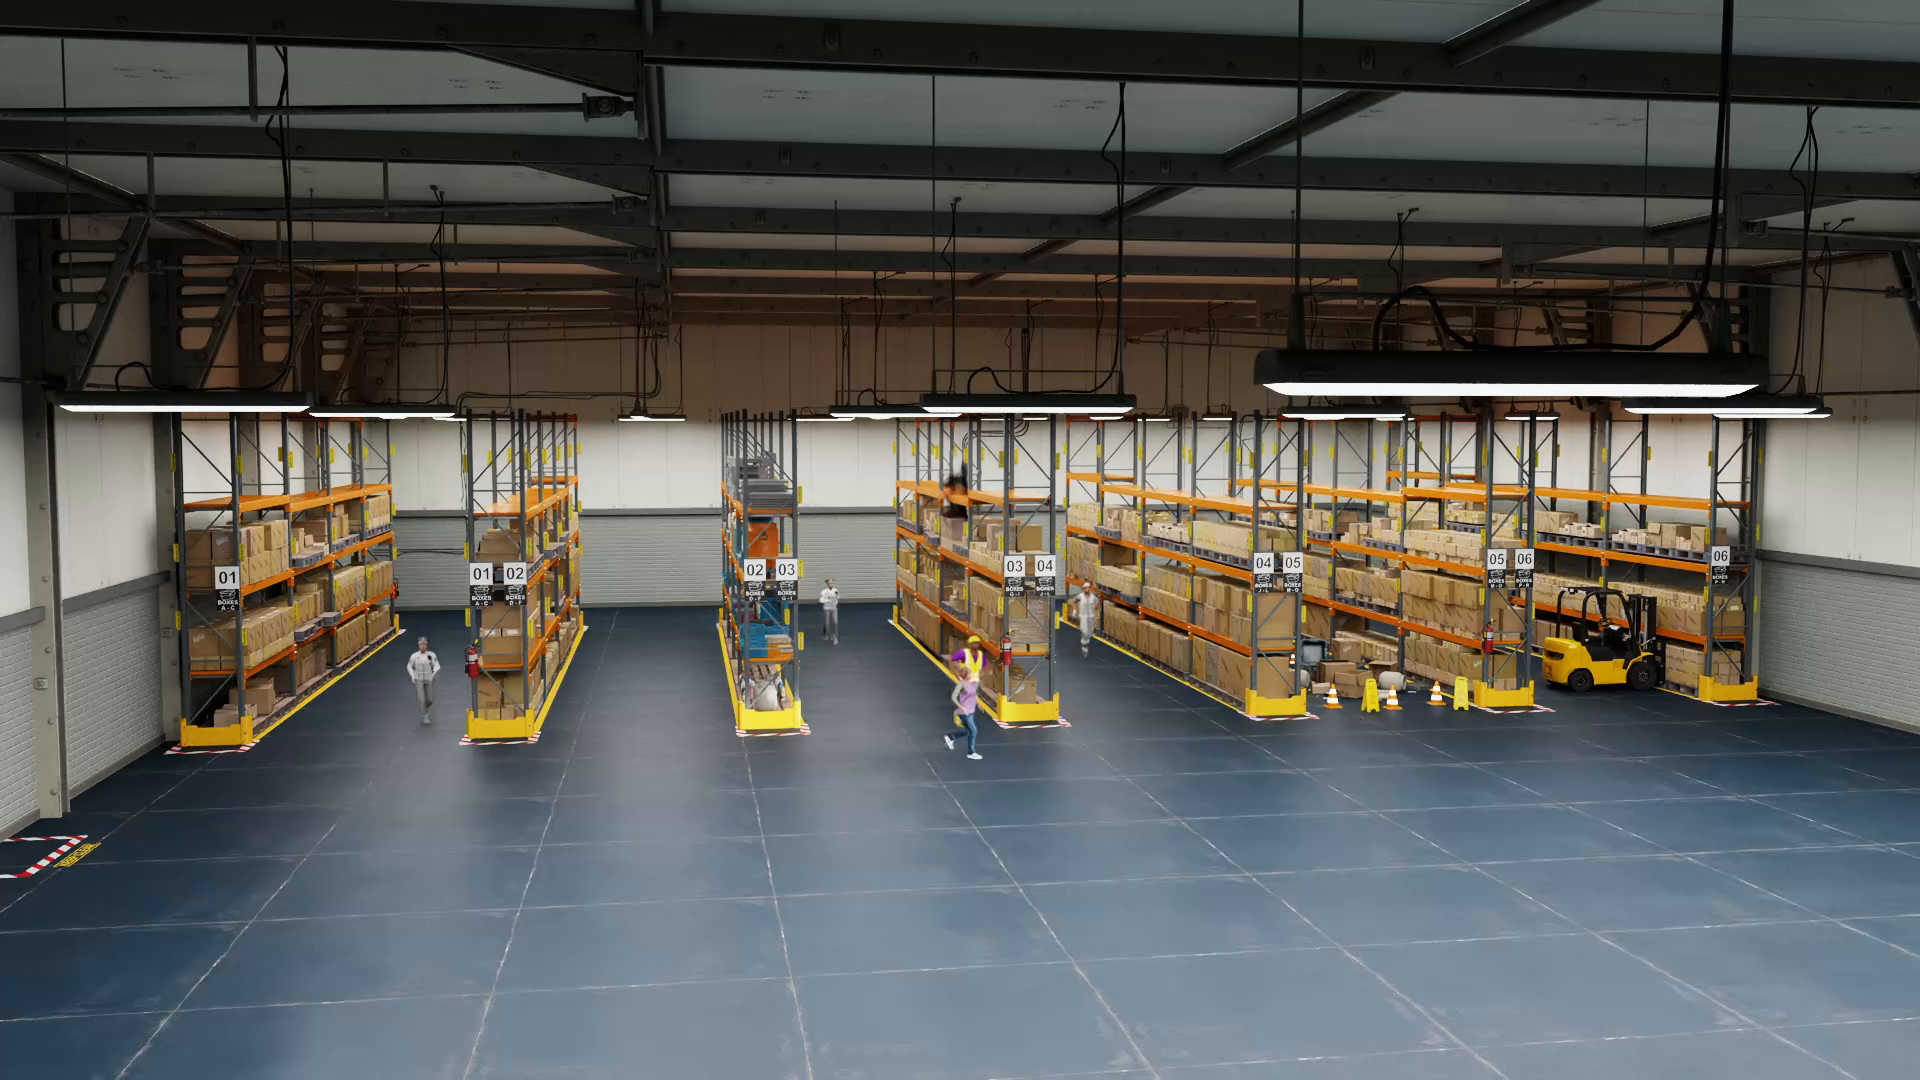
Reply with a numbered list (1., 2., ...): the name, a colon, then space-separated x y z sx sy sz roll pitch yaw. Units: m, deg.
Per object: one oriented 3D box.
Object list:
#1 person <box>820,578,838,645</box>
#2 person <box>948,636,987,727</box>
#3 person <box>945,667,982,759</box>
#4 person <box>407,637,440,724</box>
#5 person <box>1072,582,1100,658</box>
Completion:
1. person: -3.399 1.853 43.445 0.557 1.732 0.816 -1 4 -19
2. person: 0.200 2.672 31.439 0.695 1.732 0.612 -3 5 -35
3. person: 0.042 2.952 28.471 0.738 1.570 0.569 2 4 26
4. person: -10.265 2.675 31.830 0.606 1.653 0.558 -1 4 -20
5. person: 3.114 1.966 40.991 0.646 1.846 0.793 -1 4 -13
